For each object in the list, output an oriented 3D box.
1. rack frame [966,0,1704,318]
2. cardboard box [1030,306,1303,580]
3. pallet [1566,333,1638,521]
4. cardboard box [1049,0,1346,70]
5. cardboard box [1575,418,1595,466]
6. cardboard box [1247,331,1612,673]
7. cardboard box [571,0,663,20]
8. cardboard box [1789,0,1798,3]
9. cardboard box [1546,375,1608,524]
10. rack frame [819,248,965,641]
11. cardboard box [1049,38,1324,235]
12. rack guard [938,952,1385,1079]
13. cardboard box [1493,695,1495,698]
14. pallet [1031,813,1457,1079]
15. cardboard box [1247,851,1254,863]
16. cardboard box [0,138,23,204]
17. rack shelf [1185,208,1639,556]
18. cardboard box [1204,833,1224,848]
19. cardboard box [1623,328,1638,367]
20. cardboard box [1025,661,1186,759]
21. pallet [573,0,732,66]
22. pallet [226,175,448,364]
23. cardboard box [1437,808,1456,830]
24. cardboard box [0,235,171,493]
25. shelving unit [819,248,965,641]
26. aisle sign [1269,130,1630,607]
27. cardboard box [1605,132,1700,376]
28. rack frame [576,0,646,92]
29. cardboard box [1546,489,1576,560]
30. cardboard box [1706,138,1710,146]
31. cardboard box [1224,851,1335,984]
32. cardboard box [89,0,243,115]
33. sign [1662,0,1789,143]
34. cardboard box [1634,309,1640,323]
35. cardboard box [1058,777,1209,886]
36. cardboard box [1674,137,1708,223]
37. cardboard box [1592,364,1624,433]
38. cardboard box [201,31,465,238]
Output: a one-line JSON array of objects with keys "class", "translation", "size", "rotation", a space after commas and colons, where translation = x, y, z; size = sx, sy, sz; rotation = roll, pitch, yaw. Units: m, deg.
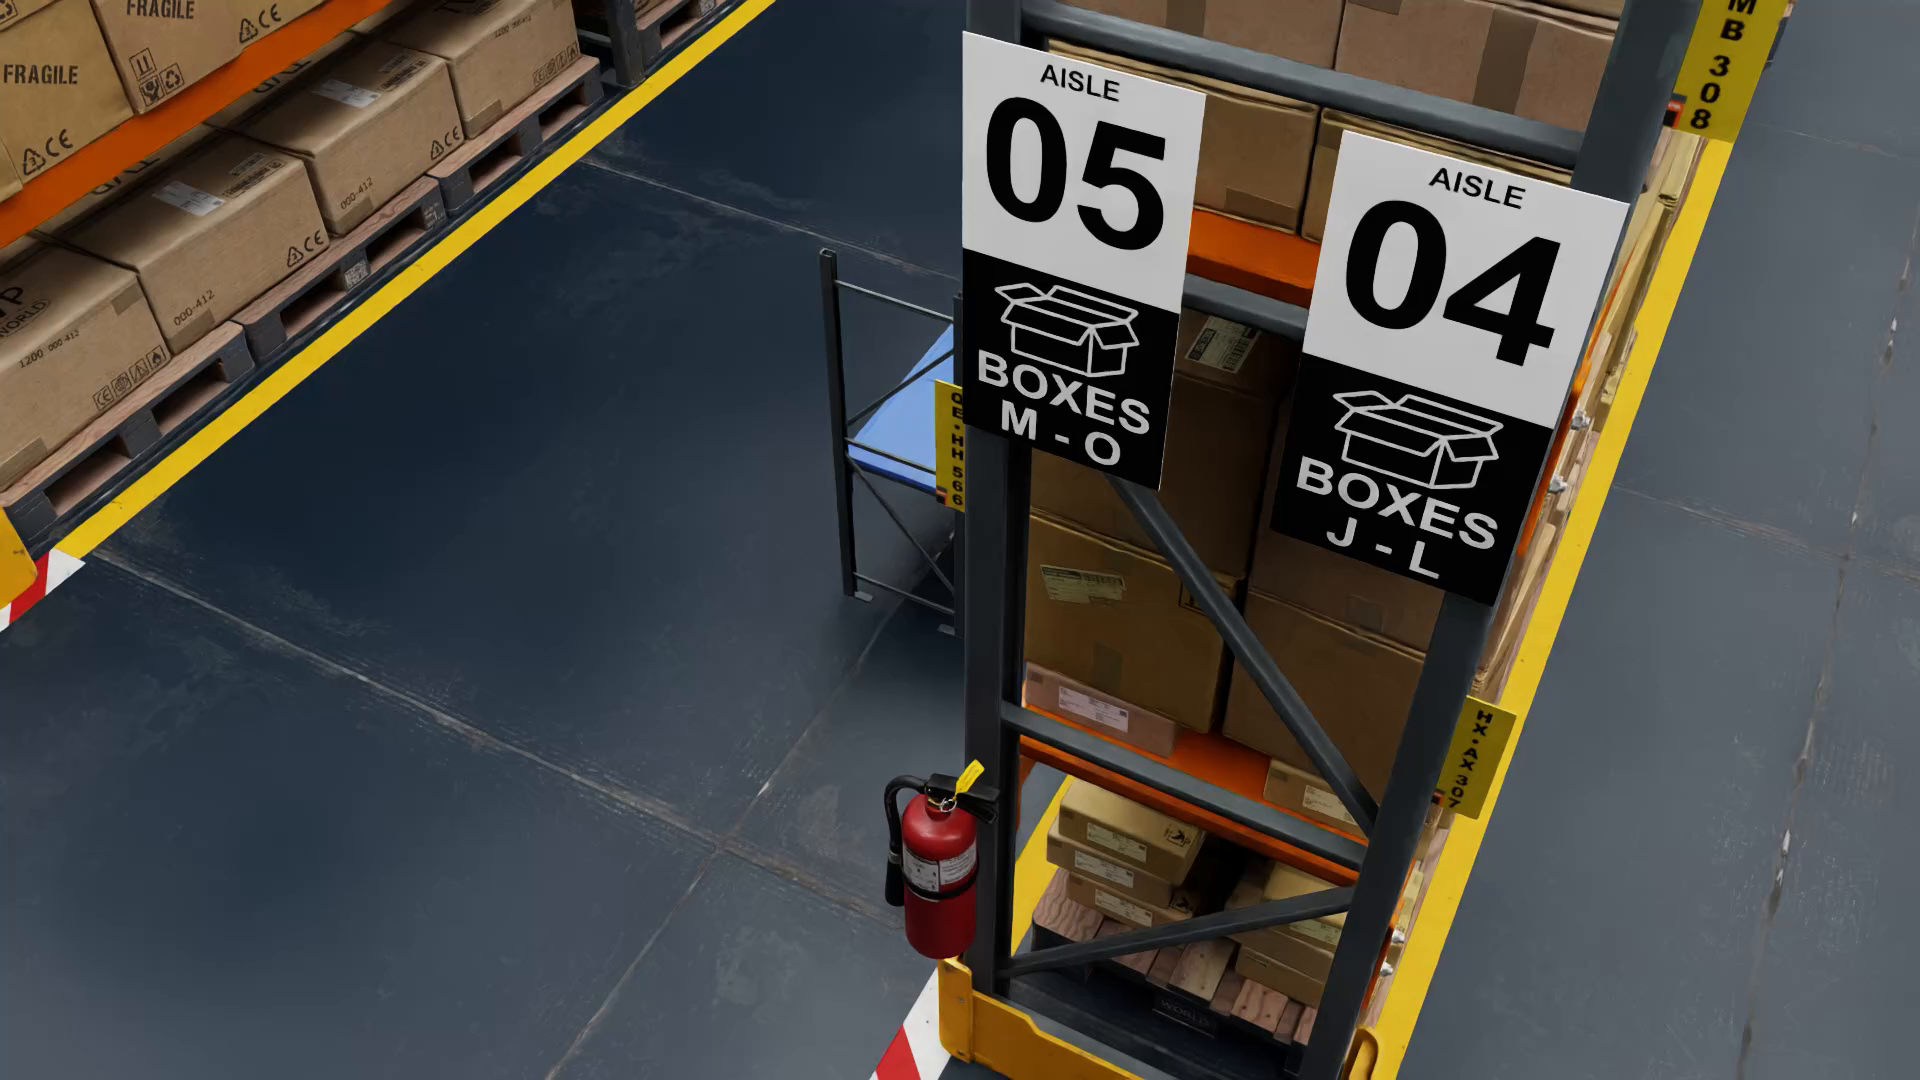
[{"class": "rack frame", "translation": [0.479, -1.571, 1.476], "size": [1.000, 3.000, 0.127], "rotation": [20, 49, 19]}, {"class": "cardboard box", "translation": [0.471, -0.324, 3.479], "size": [0.500, 0.500, 0.500], "rotation": [20, 49, 18]}, {"class": "pallet", "translation": [2.055, -0.568, 6.662], "size": [1.003, 0.211, 1.213], "rotation": [20, 49, 19]}, {"class": "cardboard box", "translation": [0.467, -1.014, 2.788], "size": [0.500, 0.250, 0.500], "rotation": [19, 48, 18]}, {"class": "cardboard box", "translation": [1.975, -0.355, 5.783], "size": [0.380, 0.149, 0.250], "rotation": [18, 48, 17]}, {"class": "cardboard box", "translation": [0.923, -0.149, 3.306], "size": [0.500, 0.500, 0.500], "rotation": [20, 49, 19]}, {"class": "cardboard box", "translation": [-1.878, -3.371, 8.671], "size": [0.875, 0.875, 0.875], "rotation": [22, 49, 20]}, {"class": "cardboard box", "translation": [2.926, -2.138, 6.136], "size": [0.380, 0.149, 0.250], "rotation": [18, 48, 17]}, {"class": "cardboard box", "translation": [1.397, -0.444, 4.300], "size": [0.500, 0.500, 0.500], "rotation": [21, 49, 20]}, {"class": "rack frame", "translation": [-0.196, -0.261, 5.453], "size": [0.500, 1.500, 0.032], "rotation": [20, 49, 19]}, {"class": "cardboard box", "translation": [0.456, -0.838, 2.966], "size": [0.500, 0.250, 0.500], "rotation": [19, 48, 18]}, {"class": "rack guard", "translation": [0.514, 1.368, 4.546], "size": [1.175, 0.500, 0.348], "rotation": [20, 49, 19]}, {"class": "cardboard box", "translation": [1.173, 0.204, 4.116], "size": [0.380, 0.149, 0.250], "rotation": [19, 48, 18]}, {"class": "pallet", "translation": [0.923, 0.970, 5.143], "size": [1.003, 0.211, 1.213], "rotation": [20, 49, 19]}, {"class": "cardboard box", "translation": [1.055, 0.976, 4.886], "size": [0.380, 0.149, 0.250], "rotation": [20, 49, 19]}, {"class": "cardboard box", "translation": [-3.475, -1.276, 5.332], "size": [0.500, 0.500, 0.500], "rotation": [20, 49, 19]}, {"class": "rack shelf", "translation": [1.407, -1.524, 4.044], "size": [1.077, 0.370, 4.000], "rotation": [20, 49, 19]}, {"class": "cardboard box", "translation": [0.640, 0.714, 4.936], "size": [0.380, 0.149, 0.250], "rotation": [19, 48, 18]}, {"class": "cardboard box", "translation": [2.456, -0.768, 6.610], "size": [0.380, 0.149, 0.250], "rotation": [21, 49, 20]}, {"class": "cardboard box", "translation": [0.380, 0.327, 3.994], "size": [0.380, 0.149, 0.250], "rotation": [21, 49, 19]}, {"class": "pallet", "translation": [-1.804, -3.084, 9.150], "size": [1.003, 0.211, 1.213], "rotation": [20, 49, 19]}, {"class": "pallet", "translation": [-3.083, -1.348, 7.434], "size": [1.003, 0.211, 1.213], "rotation": [20, 49, 19]}, {"class": "cardboard box", "translation": [1.275, 0.635, 4.804], "size": [0.380, 0.149, 0.250], "rotation": [20, 49, 19]}, {"class": "cardboard box", "translation": [-3.734, -0.729, 6.368], "size": [0.875, 0.438, 0.875], "rotation": [19, 48, 18]}, {"class": "shelving unit", "translation": [0.040, -0.581, 5.770], "size": [0.538, 1.500, 1.048], "rotation": [20, 49, 19]}, {"class": "aisle sign", "translation": [0.711, -0.231, 2.542], "size": [0.394, 0.787, 0.004], "rotation": [20, 49, 19]}, {"class": "cardboard box", "translation": [1.412, -0.789, 3.939], "size": [0.500, 0.500, 0.500], "rotation": [19, 48, 18]}, {"class": "rack frame", "translation": [-2.095, -3.553, 7.653], "size": [1.000, 3.000, 0.127], "rotation": [20, 49, 19]}, {"class": "cardboard box", "translation": [1.975, -0.116, 5.965], "size": [0.380, 0.149, 0.250], "rotation": [20, 49, 19]}, {"class": "cardboard box", "translation": [3.158, -1.963, 7.544], "size": [0.500, 0.500, 0.500], "rotation": [23, 50, 21]}, {"class": "cardboard box", "translation": [0.950, 1.042, 4.611], "size": [0.380, 0.149, 0.250], "rotation": [22, 49, 21]}, {"class": "cardboard box", "translation": [-3.013, -1.918, 5.967], "size": [0.500, 0.500, 0.500], "rotation": [20, 49, 19]}, {"class": "sign", "translation": [0.960, -0.645, 2.055], "size": [0.100, 0.325, 0.005], "rotation": [20, 49, 19]}, {"class": "cardboard box", "translation": [2.471, -0.929, 6.559], "size": [0.380, 0.149, 0.250], "rotation": [21, 49, 20]}, {"class": "cardboard box", "translation": [0.500, 0.766, 4.675], "size": [0.380, 0.149, 0.250], "rotation": [21, 49, 19]}, {"class": "cardboard box", "translation": [2.119, -1.397, 5.243], "size": [0.500, 0.500, 0.500], "rotation": [19, 48, 18]}, {"class": "cardboard box", "translation": [2.248, -0.580, 6.214], "size": [0.380, 0.149, 0.250], "rotation": [19, 48, 18]}, {"class": "cardboard box", "translation": [-2.897, -1.876, 7.501], "size": [0.875, 0.438, 0.875], "rotation": [19, 48, 18]}]
